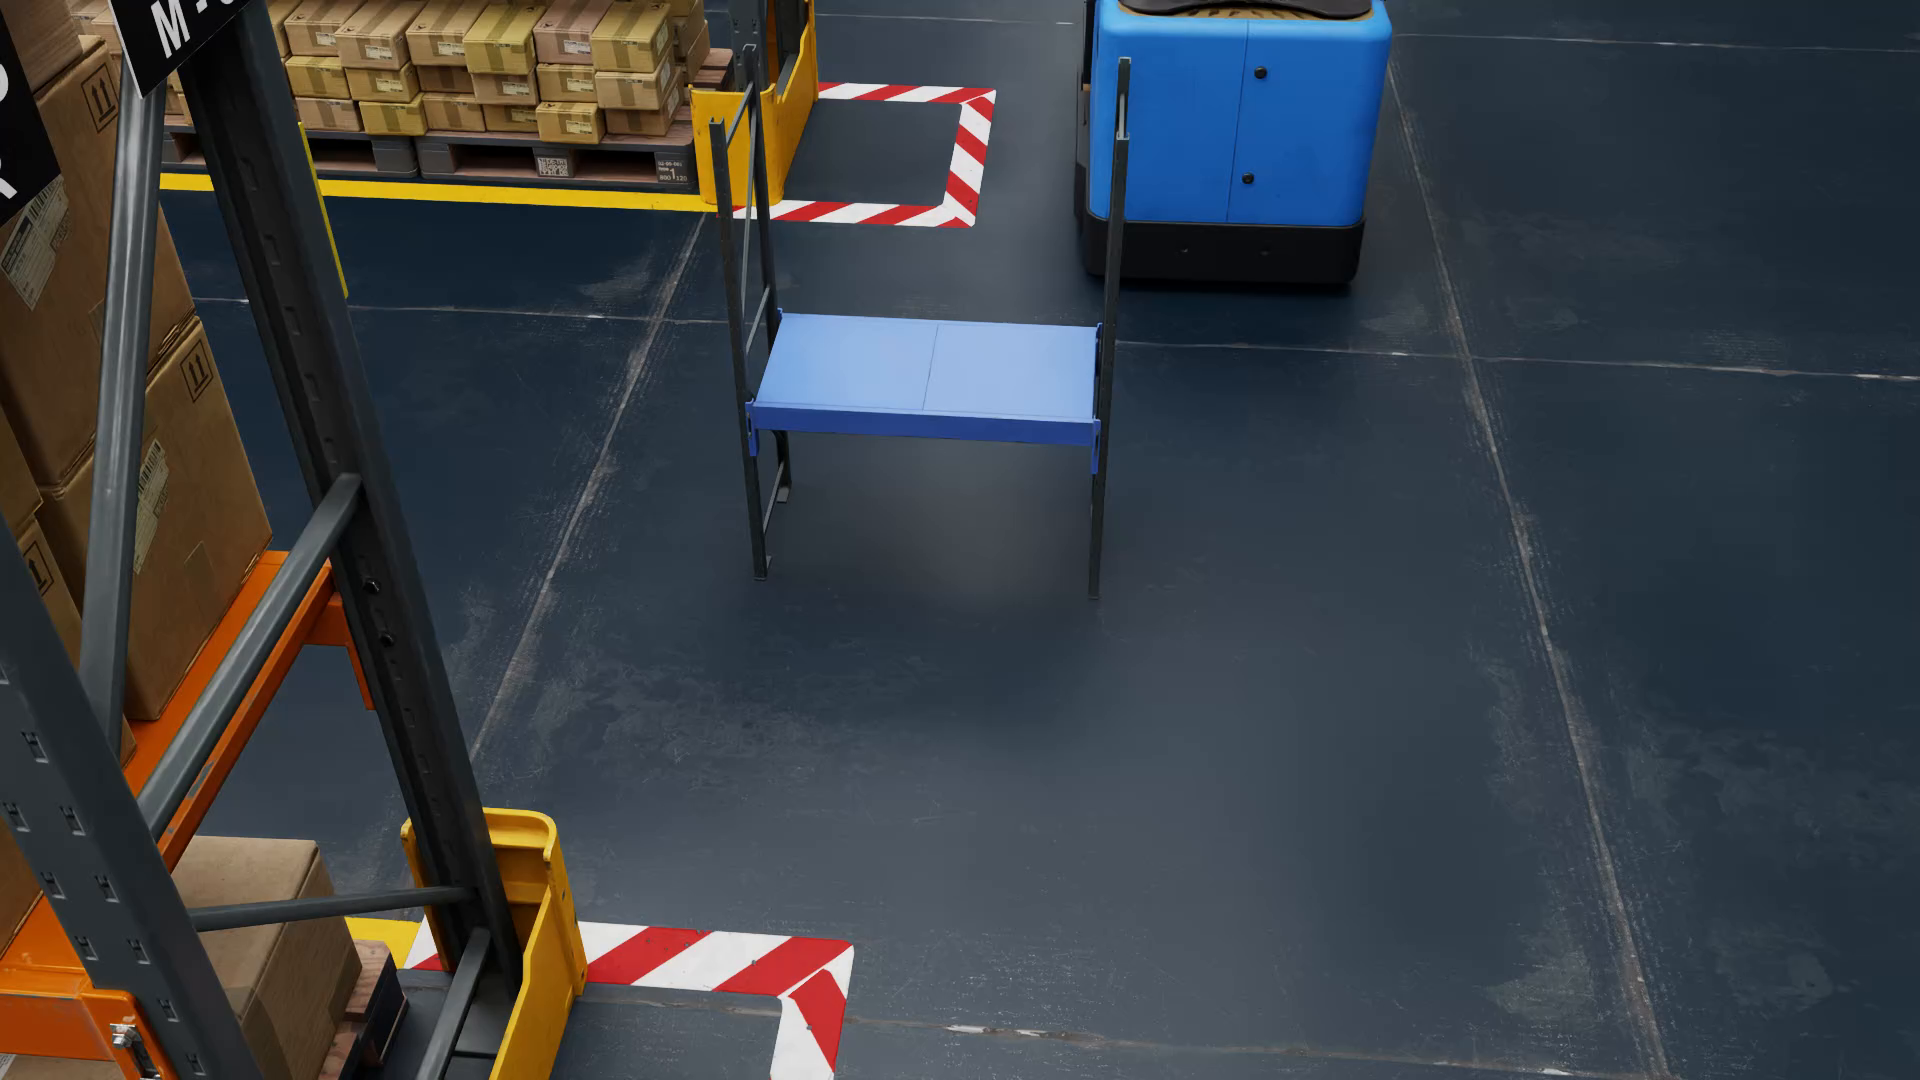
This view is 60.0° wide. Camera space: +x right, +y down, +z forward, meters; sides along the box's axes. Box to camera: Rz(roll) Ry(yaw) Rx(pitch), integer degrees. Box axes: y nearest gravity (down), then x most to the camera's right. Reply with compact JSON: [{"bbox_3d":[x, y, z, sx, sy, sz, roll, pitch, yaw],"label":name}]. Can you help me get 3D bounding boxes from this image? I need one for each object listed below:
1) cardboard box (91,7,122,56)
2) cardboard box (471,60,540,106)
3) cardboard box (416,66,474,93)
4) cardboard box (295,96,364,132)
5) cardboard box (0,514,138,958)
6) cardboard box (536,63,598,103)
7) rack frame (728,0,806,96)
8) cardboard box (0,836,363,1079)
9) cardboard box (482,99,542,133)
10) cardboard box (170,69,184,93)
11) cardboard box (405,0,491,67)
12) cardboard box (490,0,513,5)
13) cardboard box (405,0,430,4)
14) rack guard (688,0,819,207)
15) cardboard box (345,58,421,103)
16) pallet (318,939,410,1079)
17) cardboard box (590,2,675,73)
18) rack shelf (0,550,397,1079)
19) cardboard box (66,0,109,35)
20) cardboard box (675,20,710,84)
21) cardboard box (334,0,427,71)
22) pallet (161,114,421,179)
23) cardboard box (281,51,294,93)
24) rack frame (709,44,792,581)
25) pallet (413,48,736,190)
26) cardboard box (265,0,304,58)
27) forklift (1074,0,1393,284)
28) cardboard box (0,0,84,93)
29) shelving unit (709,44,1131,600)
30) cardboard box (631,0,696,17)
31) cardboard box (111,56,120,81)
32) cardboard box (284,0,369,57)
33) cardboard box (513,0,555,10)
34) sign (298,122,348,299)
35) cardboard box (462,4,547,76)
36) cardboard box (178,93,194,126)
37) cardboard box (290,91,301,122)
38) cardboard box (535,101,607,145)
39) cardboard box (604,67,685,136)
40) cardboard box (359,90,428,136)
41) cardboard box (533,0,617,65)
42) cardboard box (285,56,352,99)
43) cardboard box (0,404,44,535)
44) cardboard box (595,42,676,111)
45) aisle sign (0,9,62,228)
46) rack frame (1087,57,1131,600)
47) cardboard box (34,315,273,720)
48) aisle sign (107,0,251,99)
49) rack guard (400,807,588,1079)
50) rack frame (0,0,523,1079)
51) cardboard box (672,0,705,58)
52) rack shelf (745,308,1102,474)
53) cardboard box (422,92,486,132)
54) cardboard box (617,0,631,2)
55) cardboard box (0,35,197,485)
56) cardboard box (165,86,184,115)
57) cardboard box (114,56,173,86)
[{"bbox_3d":[-3.430,-2.183,7.011,0.250,0.149,0.380,4,39,5],"label":"cardboard box"},{"bbox_3d":[-1.872,-1.976,6.991,0.250,0.149,0.380,2,39,2],"label":"cardboard box"},{"bbox_3d":[-2.131,-2.055,7.089,0.250,0.149,0.380,3,39,3],"label":"cardboard box"},{"bbox_3d":[-2.644,-1.908,7.143,0.250,0.149,0.380,4,39,5],"label":"cardboard box"},{"bbox_3d":[-1.634,0.293,2.434,0.500,0.500,0.500,3,39,4],"label":"cardboard box"},{"bbox_3d":[-1.610,-1.997,7.017,0.250,0.149,0.380,2,39,3],"label":"cardboard box"},{"bbox_3d":[-0.804,-2.927,6.470,0.127,3.000,1.000,3,39,4],"label":"rack frame"},{"bbox_3d":[-1.796,1.050,3.281,0.875,0.438,0.875,2,39,2],"label":"cardboard box"},{"bbox_3d":[-1.867,-1.900,7.134,0.250,0.149,0.380,3,39,4],"label":"cardboard box"},{"bbox_3d":[-3.163,-2.049,7.081,0.250,0.149,0.380,3,39,3],"label":"cardboard box"},{"bbox_3d":[-2.120,-2.122,6.936,0.250,0.149,0.380,2,39,2],"label":"cardboard box"},{"bbox_3d":[-2.076,-2.452,7.341,0.250,0.149,0.380,1,39,2],"label":"cardboard box"},{"bbox_3d":[-2.351,-2.473,7.367,0.250,0.149,0.380,5,39,6],"label":"cardboard box"},{"bbox_3d":[-0.880,-1.962,7.264,0.348,0.500,1.175,3,39,4],"label":"rack guard"},{"bbox_3d":[-2.389,-1.996,7.016,0.250,0.149,0.380,4,39,5],"label":"cardboard box"},{"bbox_3d":[-1.934,1.279,3.512,1.213,0.211,1.003,3,39,4],"label":"pallet"},{"bbox_3d":[-1.353,-2.084,6.889,0.250,0.149,0.380,4,39,4],"label":"cardboard box"},{"bbox_3d":[-3.123,0.362,2.999,4.000,0.370,1.077,3,39,4],"label":"rack shelf"},{"bbox_3d":[-3.676,-2.249,7.091,0.250,0.149,0.380,2,39,3],"label":"cardboard box"},{"bbox_3d":[-1.298,-2.214,7.520,0.250,0.149,0.380,4,39,5],"label":"cardboard box"},{"bbox_3d":[-2.392,-2.102,6.911,0.250,0.149,0.380,5,39,6],"label":"cardboard box"},{"bbox_3d":[-2.898,-1.984,7.520,1.213,0.211,1.003,3,39,4],"label":"pallet"},{"bbox_3d":[-2.920,-2.019,7.045,0.250,0.149,0.380,4,39,4],"label":"cardboard box"},{"bbox_3d":[-0.591,-0.614,4.816,0.032,1.500,0.500,3,39,4],"label":"rack frame"},{"bbox_3d":[-1.686,-1.916,7.437,1.213,0.211,1.003,3,39,4],"label":"pallet"},{"bbox_3d":[-2.909,-2.182,7.010,0.250,0.149,0.380,3,39,4],"label":"cardboard box"},{"bbox_3d":[1.088,-3.024,6.643,1.130,2.935,3.031,2,39,3],"label":"forklift"},{"bbox_3d":[-1.460,-0.680,2.324,0.250,0.149,0.380,4,39,5],"label":"cardboard box"},{"bbox_3d":[-0.085,-0.586,4.782,1.048,1.500,0.538,3,39,4],"label":"shelving unit"},{"bbox_3d":[-1.297,-2.457,7.347,0.250,0.149,0.380,1,39,2],"label":"cardboard box"},{"bbox_3d":[-3.681,-2.132,7.183,0.250,0.149,0.380,1,39,2],"label":"cardboard box"},{"bbox_3d":[-2.645,-2.186,7.014,0.250,0.149,0.380,2,39,2],"label":"cardboard box"},{"bbox_3d":[-1.821,-2.491,7.388,0.250,0.149,0.380,3,39,4],"label":"cardboard box"},{"bbox_3d":[-1.076,-0.523,2.768,0.005,0.325,0.100,3,39,4],"label":"sign"},{"bbox_3d":[-1.867,-2.068,6.869,0.250,0.149,0.380,2,39,3],"label":"cardboard box"},{"bbox_3d":[-3.158,-1.935,7.177,0.250,0.149,0.380,2,39,3],"label":"cardboard box"},{"bbox_3d":[-2.890,-1.969,7.218,0.250,0.149,0.380,4,39,5],"label":"cardboard box"},{"bbox_3d":[-1.611,-1.832,7.050,0.250,0.149,0.380,4,39,5],"label":"cardboard box"},{"bbox_3d":[-1.346,-1.882,7.111,0.250,0.149,0.380,4,39,5],"label":"cardboard box"},{"bbox_3d":[-2.374,-1.880,7.109,0.250,0.149,0.380,1,39,2],"label":"cardboard box"},{"bbox_3d":[-1.598,-2.134,6.950,0.250,0.149,0.380,4,39,5],"label":"cardboard box"},{"bbox_3d":[-2.643,-2.022,7.048,0.250,0.149,0.380,5,39,6],"label":"cardboard box"},{"bbox_3d":[-1.631,-0.111,2.139,0.500,0.500,0.500,4,39,5],"label":"cardboard box"},{"bbox_3d":[-1.354,-1.949,6.958,0.250,0.149,0.380,2,39,3],"label":"cardboard box"},{"bbox_3d":[-1.085,-0.618,1.573,0.004,0.787,0.394,3,39,4],"label":"aisle sign"},{"bbox_3d":[0.421,-0.559,4.748,0.032,1.500,0.500,3,39,4],"label":"rack frame"},{"bbox_3d":[-1.584,-0.054,2.861,0.500,0.500,0.500,3,39,3],"label":"cardboard box"},{"bbox_3d":[-1.034,-0.995,2.037,0.004,0.787,0.394,3,39,4],"label":"aisle sign"},{"bbox_3d":[-1.106,1.163,3.426,0.348,0.500,1.175,3,39,4],"label":"rack guard"},{"bbox_3d":[-1.130,0.192,2.638,0.127,3.000,1.000,3,39,4],"label":"rack frame"},{"bbox_3d":[-1.304,-2.289,7.377,0.250,0.149,0.380,5,39,6],"label":"cardboard box"},{"bbox_3d":[-0.085,-0.447,4.896,1.000,0.185,0.538,3,39,4],"label":"rack shelf"},{"bbox_3d":[-2.114,-1.906,7.141,0.250,0.149,0.380,4,39,4],"label":"cardboard box"},{"bbox_3d":[-1.582,-2.396,7.272,0.250,0.149,0.380,4,39,5],"label":"cardboard box"},{"bbox_3d":[-1.584,-0.440,2.543,0.500,0.500,0.500,2,39,3],"label":"cardboard box"},{"bbox_3d":[-3.408,-2.010,7.269,0.250,0.149,0.380,2,39,2],"label":"cardboard box"},{"bbox_3d":[-3.409,-2.102,7.146,0.250,0.149,0.380,5,39,6],"label":"cardboard box"}]
